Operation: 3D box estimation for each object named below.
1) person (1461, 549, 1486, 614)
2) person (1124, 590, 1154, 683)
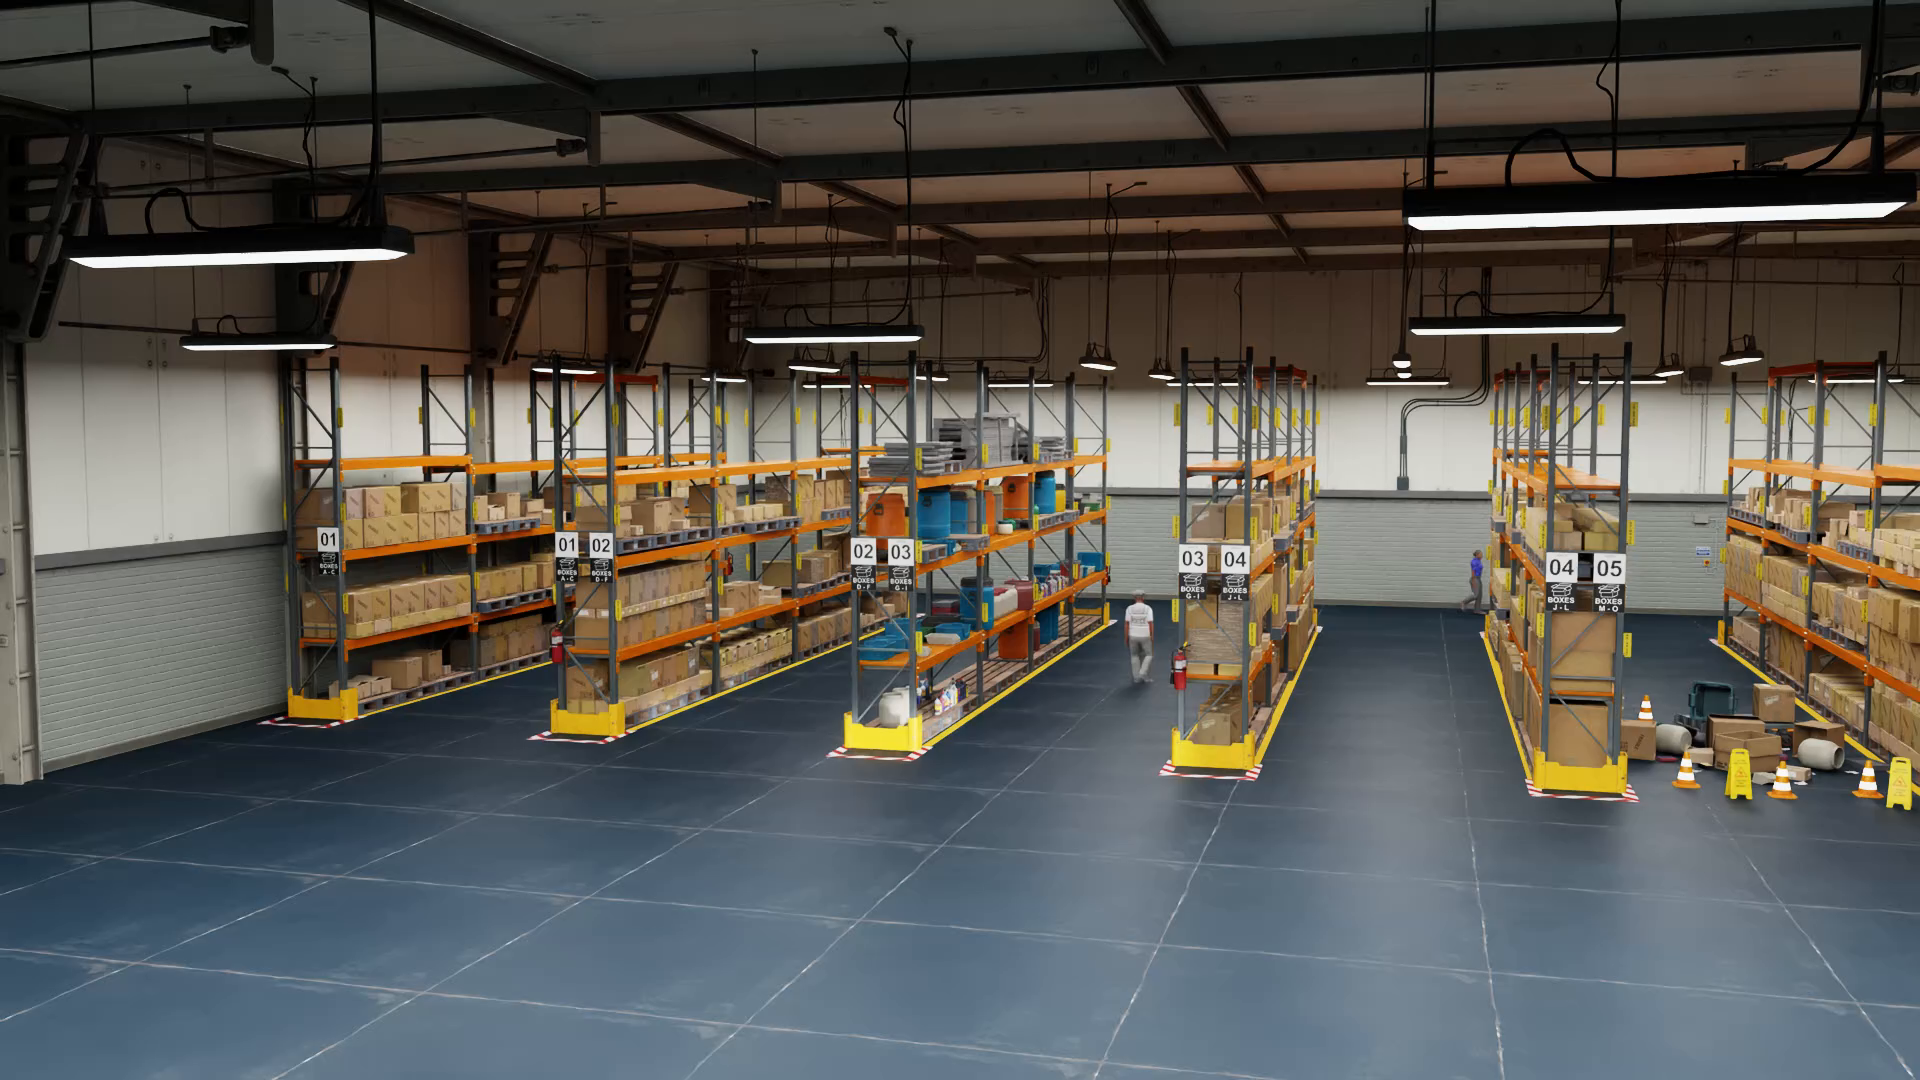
[{"bbox_3d":[13.085,1.059,42.323,0.589,1.651,0.499,3,5,36],"label":"person"},{"bbox_3d":[3.388,1.829,31.370,0.575,1.753,0.548,1,4,17],"label":"person"}]
